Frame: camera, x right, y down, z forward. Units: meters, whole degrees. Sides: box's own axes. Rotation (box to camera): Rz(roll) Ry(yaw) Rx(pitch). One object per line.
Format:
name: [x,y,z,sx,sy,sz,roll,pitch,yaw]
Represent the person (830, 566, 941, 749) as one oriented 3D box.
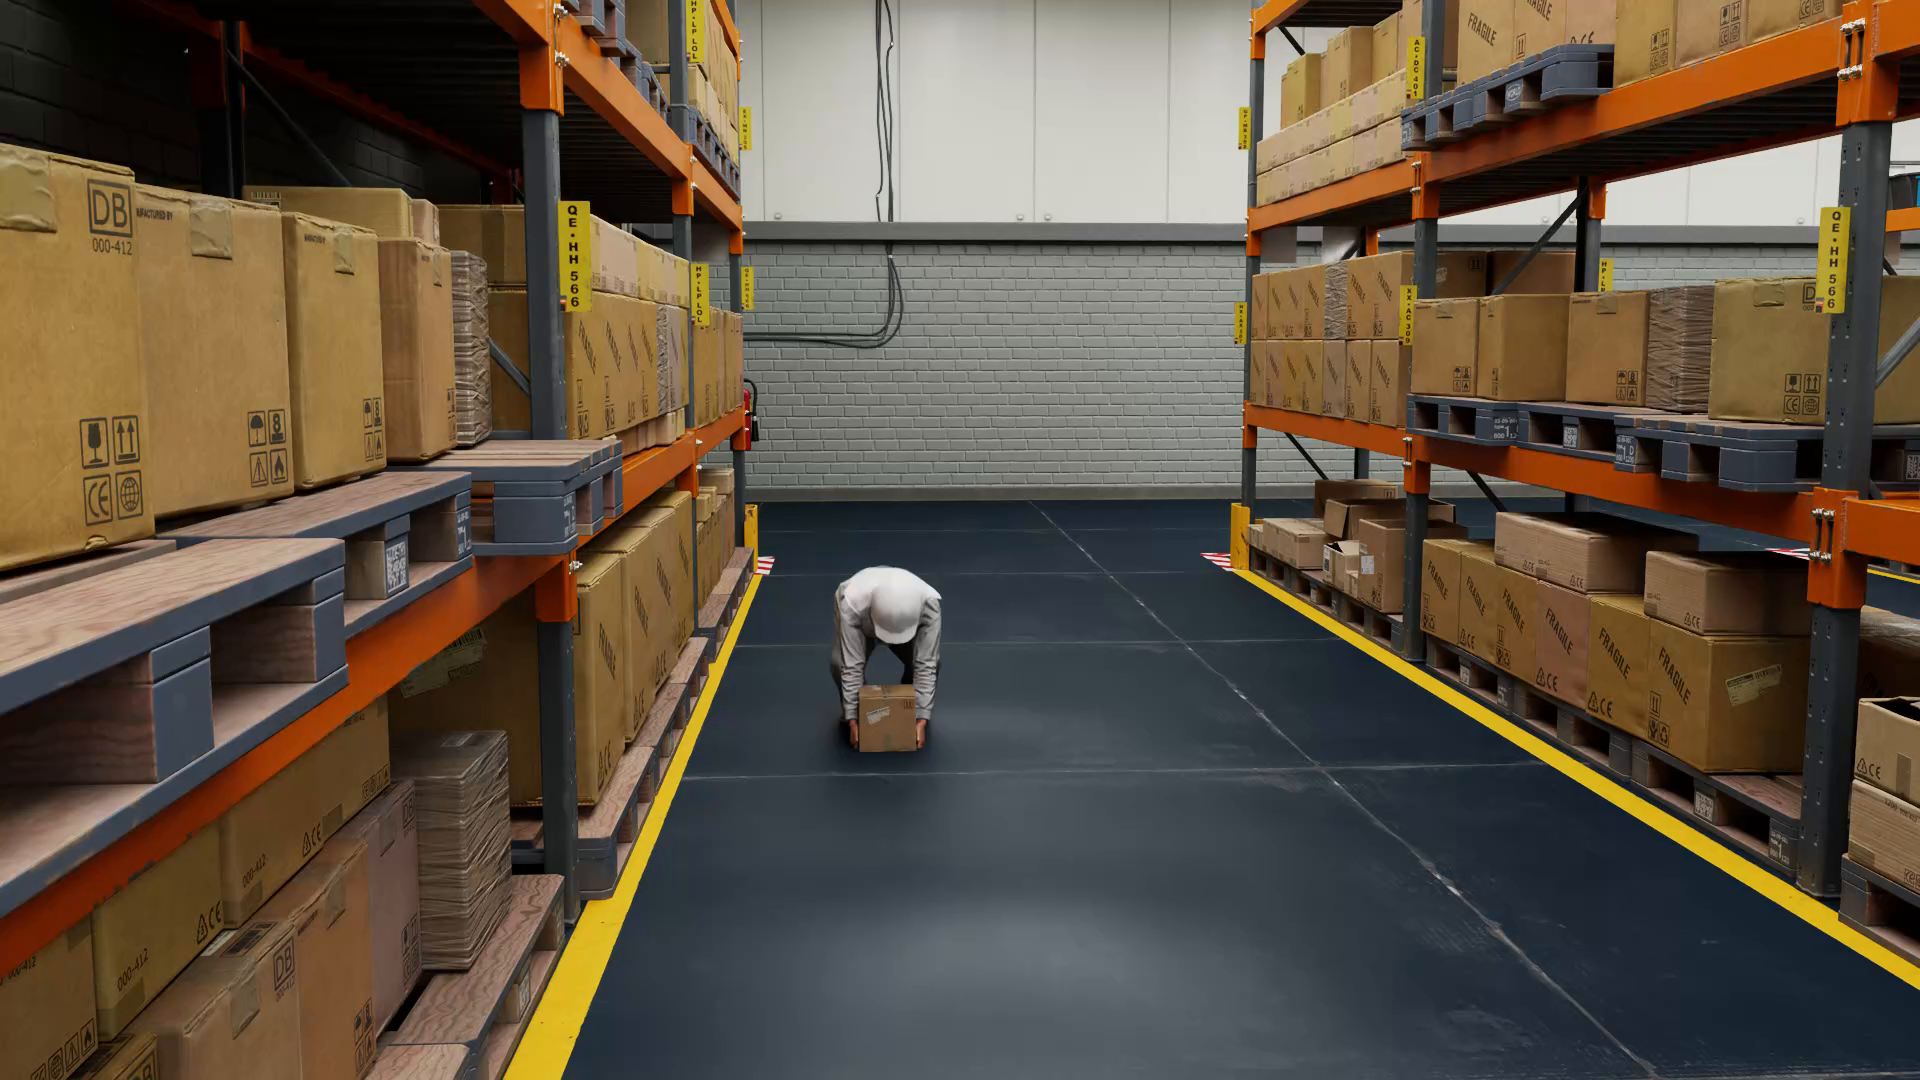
person: [-0.344,0.520,7.672,0.512,0.799,0.981,0,7,-4]
